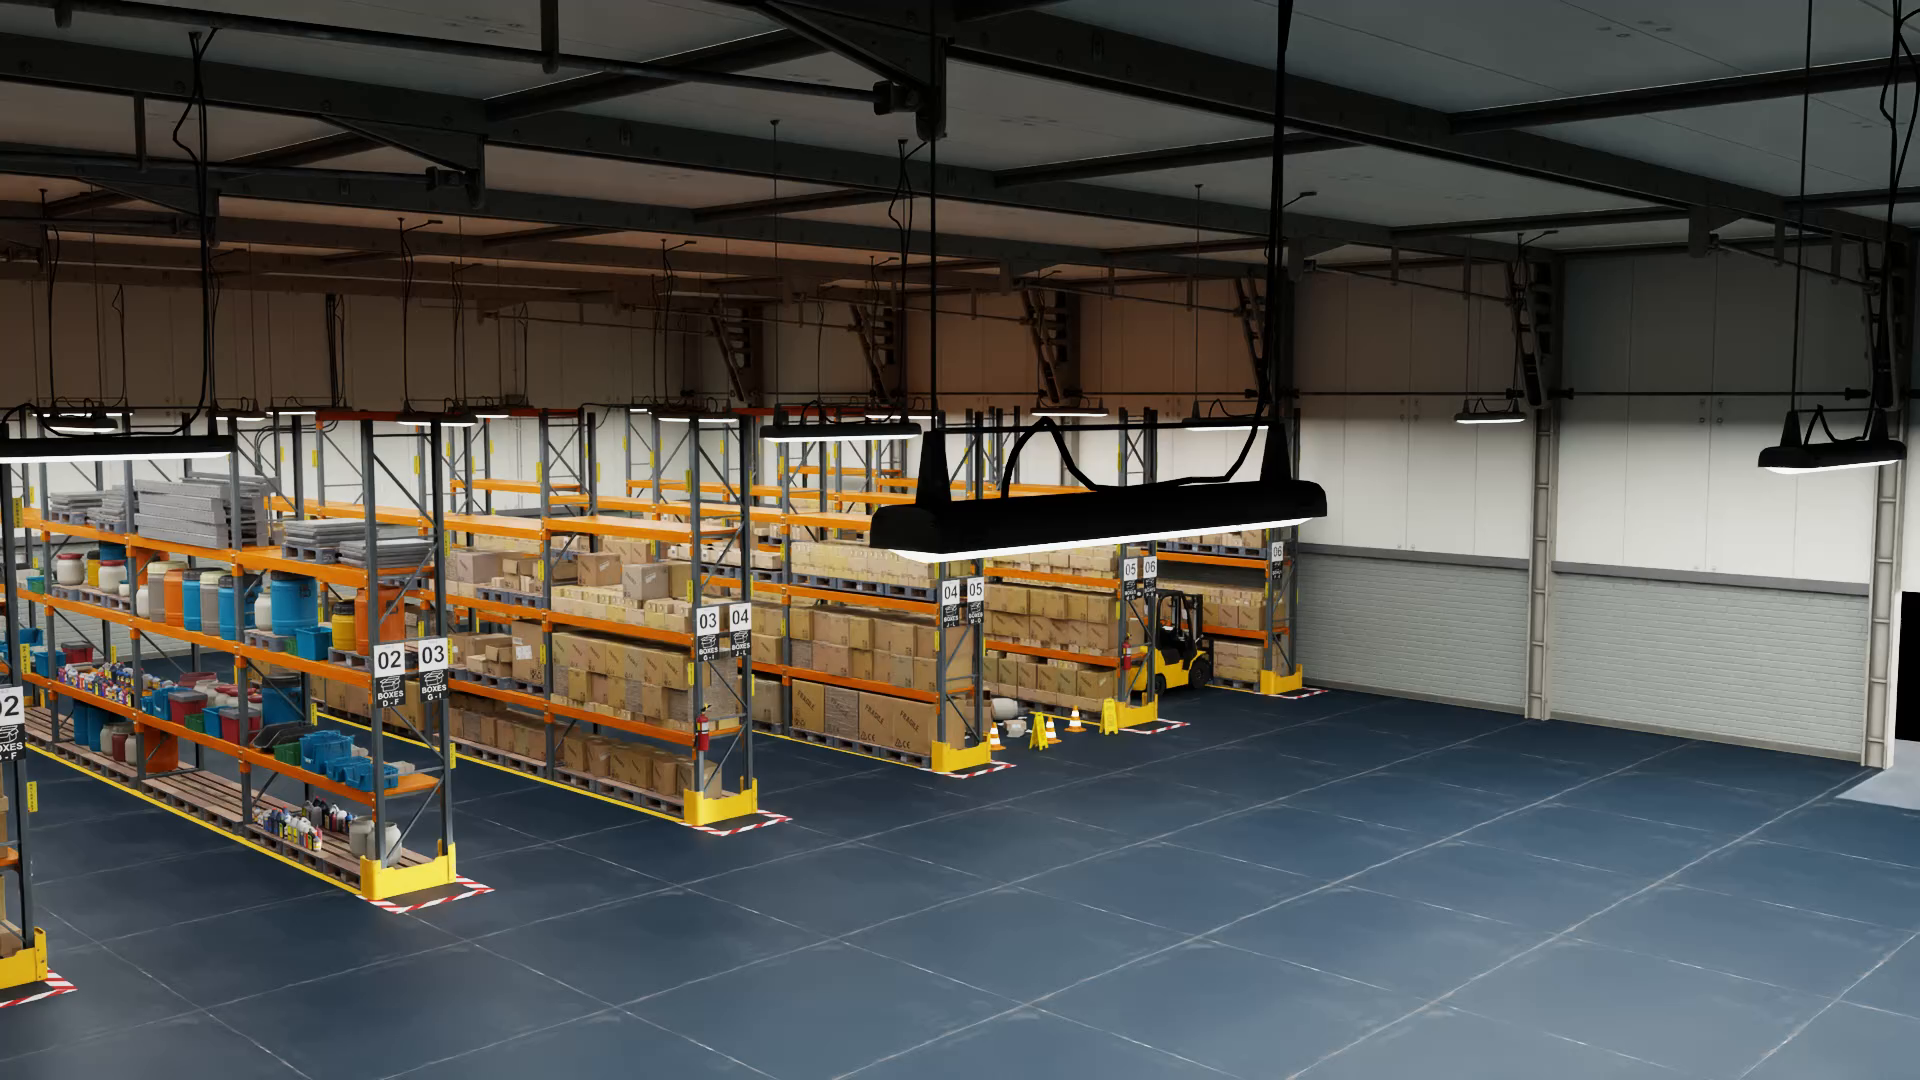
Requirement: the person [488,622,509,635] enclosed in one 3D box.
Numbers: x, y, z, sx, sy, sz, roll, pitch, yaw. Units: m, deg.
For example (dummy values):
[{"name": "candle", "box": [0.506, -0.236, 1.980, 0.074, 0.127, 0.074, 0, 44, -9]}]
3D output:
[{"name": "person", "box": [-11.673, 1.723, 42.146, 0.589, 1.815, 0.511, 2, 5, 18]}]
